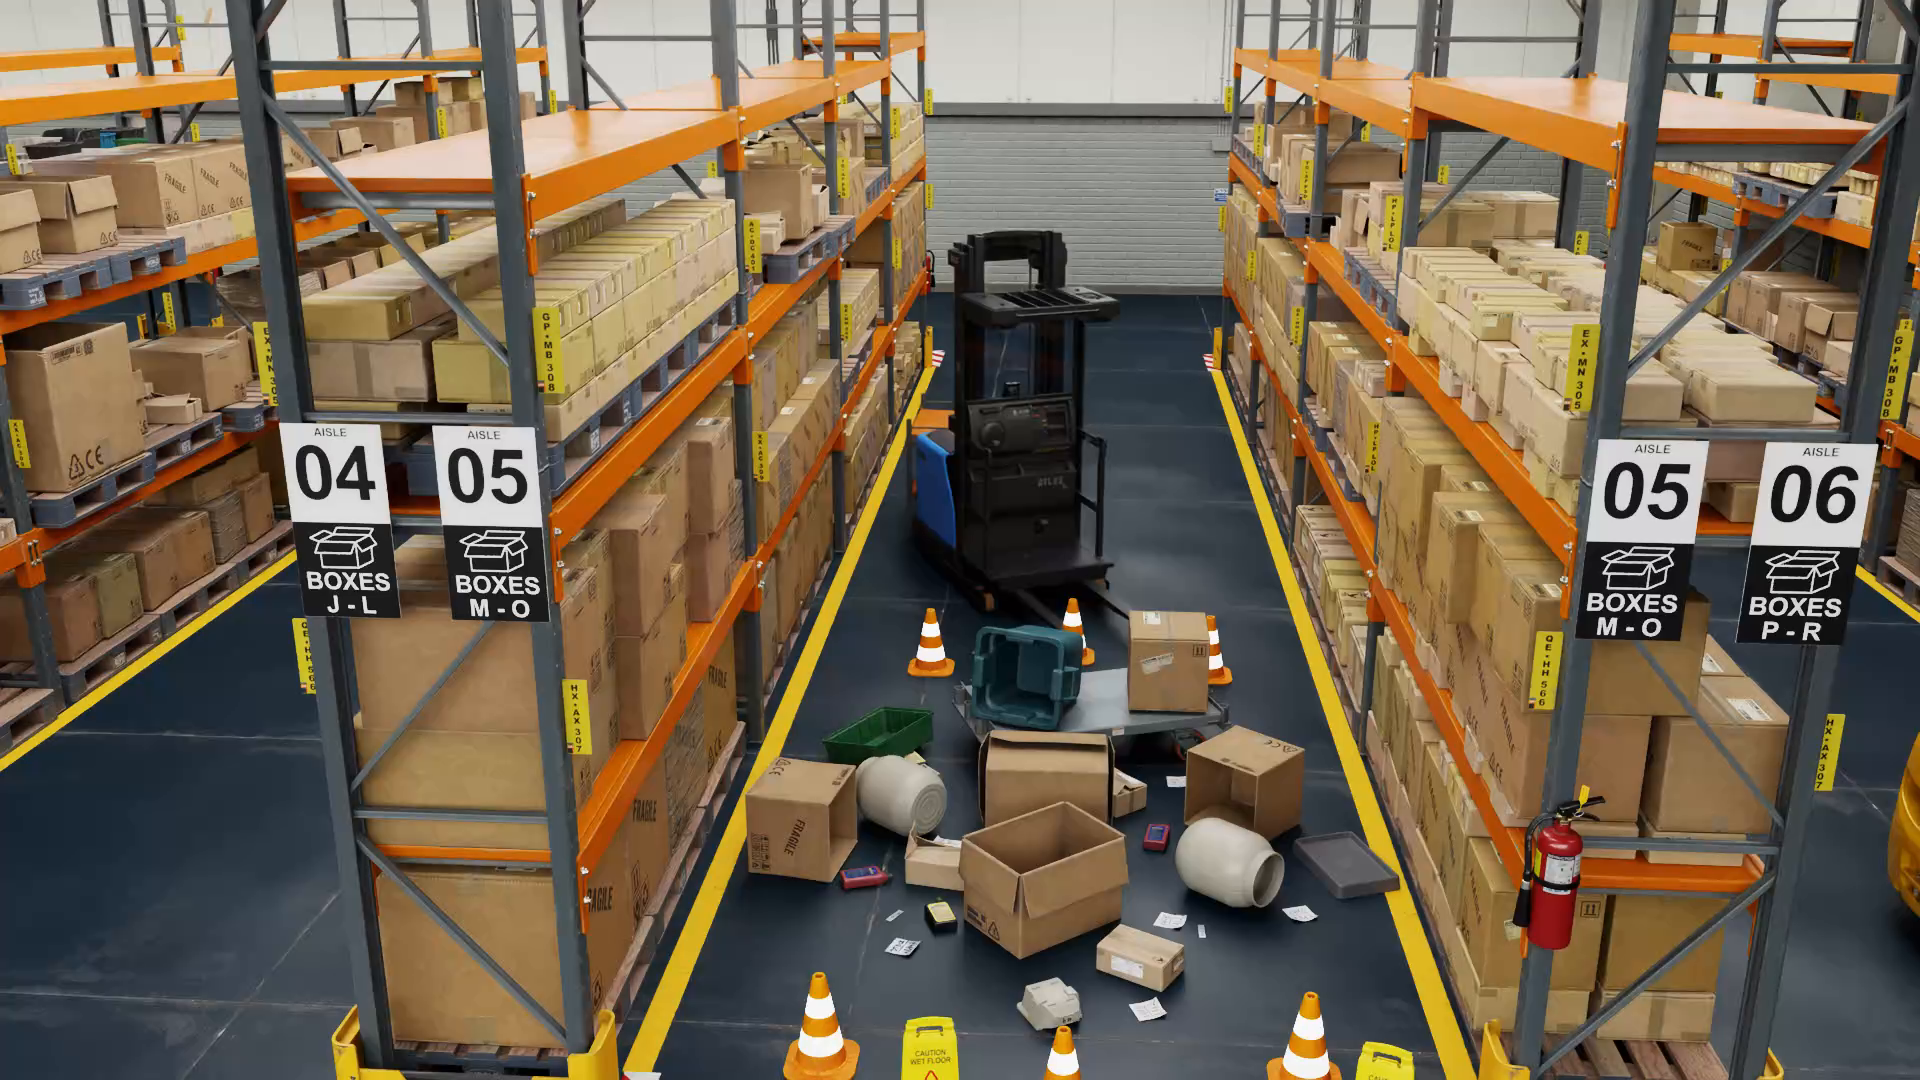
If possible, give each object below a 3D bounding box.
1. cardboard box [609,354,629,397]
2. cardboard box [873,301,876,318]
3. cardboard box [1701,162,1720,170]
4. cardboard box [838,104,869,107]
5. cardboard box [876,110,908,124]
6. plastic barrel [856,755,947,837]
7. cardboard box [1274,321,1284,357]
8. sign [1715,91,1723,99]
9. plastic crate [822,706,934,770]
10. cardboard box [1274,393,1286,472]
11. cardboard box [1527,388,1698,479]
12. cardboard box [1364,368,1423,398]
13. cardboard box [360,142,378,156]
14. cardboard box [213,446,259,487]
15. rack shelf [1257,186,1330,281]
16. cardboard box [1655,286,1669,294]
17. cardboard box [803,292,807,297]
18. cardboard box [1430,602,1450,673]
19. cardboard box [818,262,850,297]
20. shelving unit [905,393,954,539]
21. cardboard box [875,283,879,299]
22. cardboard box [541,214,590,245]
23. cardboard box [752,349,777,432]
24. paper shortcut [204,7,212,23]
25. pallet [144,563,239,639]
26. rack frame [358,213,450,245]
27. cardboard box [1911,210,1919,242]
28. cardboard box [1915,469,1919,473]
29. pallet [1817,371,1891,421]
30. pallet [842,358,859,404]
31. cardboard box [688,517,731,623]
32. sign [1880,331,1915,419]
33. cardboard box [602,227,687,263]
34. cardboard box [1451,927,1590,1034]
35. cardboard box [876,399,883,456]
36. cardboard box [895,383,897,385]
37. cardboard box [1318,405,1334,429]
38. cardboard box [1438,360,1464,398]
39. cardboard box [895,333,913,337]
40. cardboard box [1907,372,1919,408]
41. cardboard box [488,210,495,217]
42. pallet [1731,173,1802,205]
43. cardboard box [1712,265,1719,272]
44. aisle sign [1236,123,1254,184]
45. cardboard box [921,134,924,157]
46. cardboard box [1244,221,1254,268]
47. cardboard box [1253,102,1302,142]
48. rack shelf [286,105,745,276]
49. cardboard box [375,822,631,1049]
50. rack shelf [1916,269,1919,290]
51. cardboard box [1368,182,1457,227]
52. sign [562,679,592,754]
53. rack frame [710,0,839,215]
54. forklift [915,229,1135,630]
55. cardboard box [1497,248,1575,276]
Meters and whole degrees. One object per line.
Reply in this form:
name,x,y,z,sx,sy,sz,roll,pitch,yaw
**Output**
cardboard box,-1.704,-0.736,7.432,0.380,0.149,0.250,1,18,4
cardboard box,-1.090,-2.447,17.630,0.380,0.149,0.250,1,18,4
cardboard box,8.466,-4.199,18.194,0.500,0.250,0.500,1,18,2
cardboard box,-1.333,-5.342,20.716,0.380,0.149,0.250,1,18,4
cardboard box,-0.818,-5.012,19.708,0.380,0.149,0.250,1,18,2
plastic barrel,-0.366,1.520,9.931,0.512,0.421,0.421,17,25,41
cardboard box,3.247,-1.895,15.654,0.500,0.250,0.500,1,18,2
sign,9.493,-5.456,20.846,0.100,0.325,0.005,1,18,4
plastic crate,-0.521,1.301,10.884,0.450,0.188,0.662,0,15,35
cardboard box,3.682,-1.211,16.866,0.875,0.875,0.875,2,18,6
cardboard box,2.611,-0.430,6.690,0.500,0.250,0.500,1,18,3
cardboard box,2.974,-1.071,11.347,0.380,0.149,0.250,1,18,2
cardboard box,-6.350,-3.961,17.174,0.500,0.311,0.500,1,18,2
cardboard box,-6.486,-0.644,14.501,0.500,0.250,0.500,2,18,6
rack shelf,3.560,-2.959,15.800,1.077,0.370,4.000,1,18,4
cardboard box,8.503,-2.932,19.785,0.380,0.149,0.250,2,18,5
cardboard box,-1.784,-2.582,17.087,0.380,0.149,0.250,1,18,3
cardboard box,2.742,0.399,8.575,0.500,0.500,0.500,1,18,5
cardboard box,-1.488,-2.921,18.708,0.500,0.500,0.500,1,18,4
shelving unit,-0.179,-0.704,15.593,0.538,1.125,1.048,2,18,6
cardboard box,-1.073,-2.669,17.829,0.380,0.149,0.250,2,18,6
cardboard box,-2.234,-1.681,9.032,0.380,0.149,0.250,1,18,3
cardboard box,-1.714,-1.084,11.976,0.700,0.500,0.500,1,18,4
paper shortcut,-6.897,-4.814,15.266,0.009,0.170,0.078,11,-13,1
pallet,-6.616,0.471,13.475,1.003,0.211,1.213,1,18,4
rack frame,-6.181,-2.717,18.726,1.000,3.000,0.127,1,18,4
cardboard box,8.162,-2.663,13.984,0.500,0.250,0.500,1,18,2
cardboard box,8.732,-0.433,15.093,0.500,0.500,0.500,1,18,4
pallet,8.346,-1.265,14.602,1.213,0.211,1.003,1,18,4
pallet,-1.583,-1.466,15.213,1.213,0.211,1.003,1,18,4
cardboard box,-1.846,0.124,9.813,0.875,0.550,0.550,1,18,4
sign,3.384,-0.598,6.037,0.100,0.325,0.005,1,18,4
cardboard box,-1.614,-1.510,8.512,0.380,0.149,0.250,1,18,3
cardboard box,2.634,2.073,7.847,0.500,0.250,0.500,1,18,4
cardboard box,-1.080,-1.192,17.411,0.500,0.500,0.500,1,18,3
cardboard box,-0.941,-1.767,19.729,0.380,0.149,0.250,1,18,3
cardboard box,3.048,-0.981,13.157,0.380,0.149,0.250,1,18,4
cardboard box,2.683,-0.828,8.545,0.380,0.149,0.250,1,18,3
cardboard box,-0.789,-2.536,21.121,0.380,0.149,0.250,1,18,2
cardboard box,8.067,-1.179,13.468,0.500,0.250,0.500,1,18,4
cardboard box,-6.234,-4.088,21.467,0.500,0.500,0.500,1,18,3
pallet,8.538,-3.522,16.665,1.213,0.211,1.003,1,18,4
cardboard box,9.057,-3.074,19.577,0.500,0.250,0.500,1,18,4
aisle sign,3.706,-5.003,21.525,0.394,0.787,0.004,1,18,4
cardboard box,-0.723,-5.025,21.191,0.500,0.250,0.500,1,18,3
cardboard box,3.506,-3.329,18.826,0.500,0.500,0.500,1,18,3
cardboard box,3.696,-4.836,19.378,0.500,0.500,0.500,2,18,5
rack shelf,-1.958,-1.788,8.054,1.077,0.370,4.000,1,18,4
cardboard box,-2.119,1.750,7.831,0.875,0.875,0.875,1,18,4
rack shelf,8.224,-1.607,11.674,1.077,0.370,4.000,1,18,4
cardboard box,3.095,-2.303,11.408,0.500,0.250,0.500,2,18,5
sign,-1.548,0.717,6.727,0.100,0.325,0.005,1,18,4
rack frame,-1.528,-4.184,13.567,1.000,3.000,0.127,1,18,4
forklift,0.588,-0.947,13.434,1.130,2.935,3.031,-7,19,-19
cardboard box,3.325,-1.593,9.601,0.380,0.149,0.250,2,18,5
